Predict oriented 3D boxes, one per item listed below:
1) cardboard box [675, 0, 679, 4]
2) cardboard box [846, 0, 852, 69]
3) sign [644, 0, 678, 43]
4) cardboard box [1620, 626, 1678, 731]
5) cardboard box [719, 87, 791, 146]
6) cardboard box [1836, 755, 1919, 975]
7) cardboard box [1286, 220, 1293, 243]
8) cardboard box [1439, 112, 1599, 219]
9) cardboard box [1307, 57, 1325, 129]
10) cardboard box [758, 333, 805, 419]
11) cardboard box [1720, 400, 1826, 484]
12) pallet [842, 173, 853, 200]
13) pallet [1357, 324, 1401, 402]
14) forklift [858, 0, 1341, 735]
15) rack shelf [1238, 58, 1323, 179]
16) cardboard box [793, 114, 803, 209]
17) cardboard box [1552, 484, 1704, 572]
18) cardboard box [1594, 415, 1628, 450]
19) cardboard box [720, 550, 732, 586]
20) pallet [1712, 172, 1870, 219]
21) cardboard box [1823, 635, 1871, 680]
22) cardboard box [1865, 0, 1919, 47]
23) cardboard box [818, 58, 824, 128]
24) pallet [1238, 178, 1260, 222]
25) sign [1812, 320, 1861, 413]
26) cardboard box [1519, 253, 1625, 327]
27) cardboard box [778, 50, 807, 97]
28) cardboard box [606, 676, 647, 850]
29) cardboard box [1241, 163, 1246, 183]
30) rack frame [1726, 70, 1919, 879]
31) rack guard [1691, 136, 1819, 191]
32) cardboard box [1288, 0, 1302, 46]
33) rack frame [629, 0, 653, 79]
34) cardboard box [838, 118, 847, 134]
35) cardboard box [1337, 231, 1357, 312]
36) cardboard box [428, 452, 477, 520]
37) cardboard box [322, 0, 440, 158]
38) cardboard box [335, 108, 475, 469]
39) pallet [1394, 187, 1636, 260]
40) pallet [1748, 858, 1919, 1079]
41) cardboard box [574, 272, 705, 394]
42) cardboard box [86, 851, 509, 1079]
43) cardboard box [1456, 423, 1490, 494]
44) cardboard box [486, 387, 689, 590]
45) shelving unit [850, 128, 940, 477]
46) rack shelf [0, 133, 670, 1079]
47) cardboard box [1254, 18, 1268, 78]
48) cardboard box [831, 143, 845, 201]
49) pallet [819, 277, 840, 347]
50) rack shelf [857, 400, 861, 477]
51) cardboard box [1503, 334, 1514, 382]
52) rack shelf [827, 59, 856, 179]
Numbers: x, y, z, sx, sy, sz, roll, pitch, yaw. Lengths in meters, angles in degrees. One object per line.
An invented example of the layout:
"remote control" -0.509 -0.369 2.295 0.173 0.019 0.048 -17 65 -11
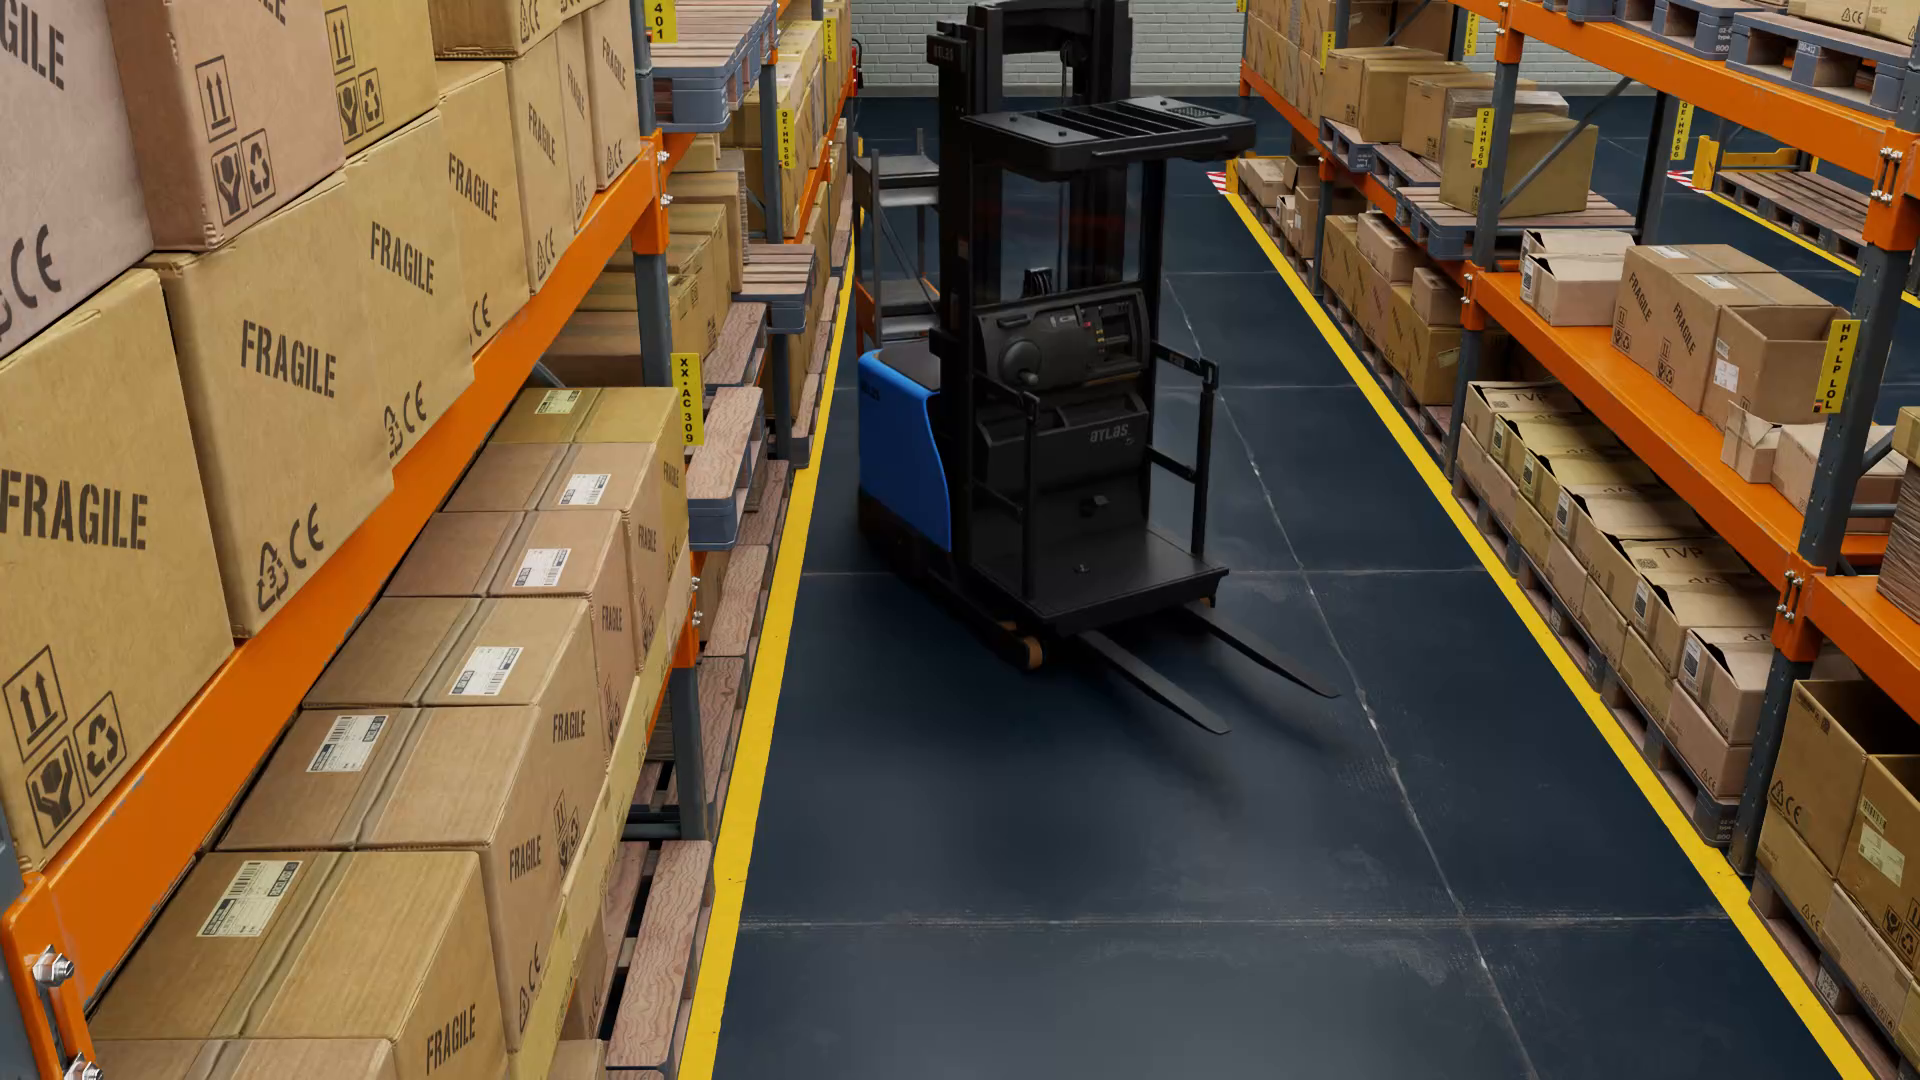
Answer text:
"cardboard box" -1.402 -2.410 6.667 0.500 0.500 0.500 -1 24 -2
"cardboard box" -1.578 -4.944 16.177 0.980 0.700 0.700 1 24 2
"sign" -0.920 -1.680 5.058 0.100 0.325 0.005 0 24 -1
"cardboard box" 3.192 0.587 7.139 0.500 0.250 0.500 -1 24 -1
"cardboard box" -1.254 -2.453 9.616 0.500 0.250 0.500 0 24 1
"cardboard box" 3.196 1.022 5.267 0.500 0.500 0.500 0 24 -1
"cardboard box" 3.049 -2.682 14.466 0.380 0.149 0.250 0 24 -1
"cardboard box" 3.327 -2.240 9.933 0.700 0.500 0.500 -9 26 -18
"cardboard box" 3.141 -3.643 13.544 0.500 0.500 0.500 0 24 0
"cardboard box" -1.383 -1.236 10.442 0.750 0.750 0.750 -1 24 -1
"cardboard box" 3.297 -0.396 6.650 0.396 0.266 0.258 -1 24 -2
"pallet" -1.507 -3.417 16.550 1.003 0.211 1.213 0 24 -1
"pallet" 3.466 -1.283 11.831 1.003 0.211 1.213 0 24 -1
"forklift" 0.611 -0.932 7.755 1.130 2.935 3.031 -13 28 -27
"rack shelf" 3.381 -3.889 15.082 1.077 0.370 4.000 0 24 -1
"cardboard box" -1.252 -2.328 10.251 0.500 0.500 0.500 1 24 1
"cardboard box" 3.182 -0.083 7.940 0.500 0.311 0.500 -1 24 -1
"cardboard box" 3.711 -0.510 8.883 0.500 0.311 0.500 -1 24 -1
"cardboard box" -1.523 -0.068 8.261 0.700 0.500 0.500 0 24 -1
"pallet" 8.283 -3.451 16.625 1.003 0.211 1.213 0 24 -1
"cardboard box" 3.735 0.538 6.566 0.500 0.311 0.500 0 24 0
"cardboard box" 3.493 -1.840 5.710 0.500 0.250 0.500 2 24 5
"cardboard box" -1.293 -3.370 12.555 0.500 0.500 0.500 -1 24 -1
"pallet" 3.370 -3.410 16.535 1.003 0.211 1.213 0 24 -1
"sign" 2.948 -0.581 5.586 0.100 0.325 0.005 0 24 -1
"cardboard box" 3.263 -1.334 8.669 0.500 0.311 0.500 -1 24 -1
"cardboard box" -1.282 -3.079 11.000 0.500 0.250 0.500 -1 24 -2
"cardboard box" -1.137 0.593 4.456 0.500 0.250 0.500 0 24 -1
"cardboard box" 3.023 -3.673 16.636 0.380 0.166 0.250 0 24 -1
"rack frame" 3.490 -0.096 5.823 1.000 3.000 0.127 0 24 -1
"rack guard" 8.299 -3.933 17.338 1.175 0.500 0.348 0 24 -1
"cardboard box" 3.125 -4.520 14.269 0.500 0.500 0.500 0 24 0
"rack frame" -1.463 -2.806 4.534 1.000 3.000 0.127 0 24 -1
"cardboard box" -1.303 -4.025 16.246 0.380 0.149 0.250 -1 24 -1
"cardboard box" 3.182 -2.034 12.607 0.500 0.500 0.500 0 24 0
"cardboard box" -1.665 0.053 4.741 0.500 0.500 0.500 0 24 -1
"cardboard box" -1.152 -0.879 2.555 0.500 0.500 0.500 0 24 1
"cardboard box" -1.153 -0.420 2.753 0.500 0.500 0.500 1 24 2
"pallet" 3.369 -1.936 10.123 1.213 0.211 1.003 0 24 -1
"pallet" 3.457 1.502 5.672 1.003 0.211 1.213 0 24 -1
"cardboard box" -1.433 -0.759 6.632 0.700 0.500 0.500 2 24 5
"cardboard box" -1.119 0.892 2.886 0.500 0.500 0.500 0 24 0
"cardboard box" 3.159 -0.466 9.467 0.500 0.250 0.500 0 24 -1
"cardboard box" -1.149 -0.161 5.215 0.500 0.500 0.500 0 24 -1
"shelving unit" -0.333 -1.195 9.344 0.431 2.100 0.503 -7 25 -14
"rack shelf" -1.441 -0.287 3.478 1.077 0.370 4.000 0 24 -1
"cardboard box" 3.112 -4.690 15.858 0.500 0.500 0.500 0 24 -1
"cardboard box" -1.481 -3.575 16.039 0.700 0.500 0.500 0 24 -1
"pallet" -1.466 -1.781 12.931 1.003 0.211 1.213 0 24 -1
"rack shelf" -0.333 -0.545 9.638 0.431 0.518 0.480 -7 25 -14
"cardboard box" 3.716 -1.211 10.786 0.500 0.500 0.500 -1 24 -2
"rack shelf" -1.572 -3.865 15.029 1.077 0.370 4.000 0 24 -1
